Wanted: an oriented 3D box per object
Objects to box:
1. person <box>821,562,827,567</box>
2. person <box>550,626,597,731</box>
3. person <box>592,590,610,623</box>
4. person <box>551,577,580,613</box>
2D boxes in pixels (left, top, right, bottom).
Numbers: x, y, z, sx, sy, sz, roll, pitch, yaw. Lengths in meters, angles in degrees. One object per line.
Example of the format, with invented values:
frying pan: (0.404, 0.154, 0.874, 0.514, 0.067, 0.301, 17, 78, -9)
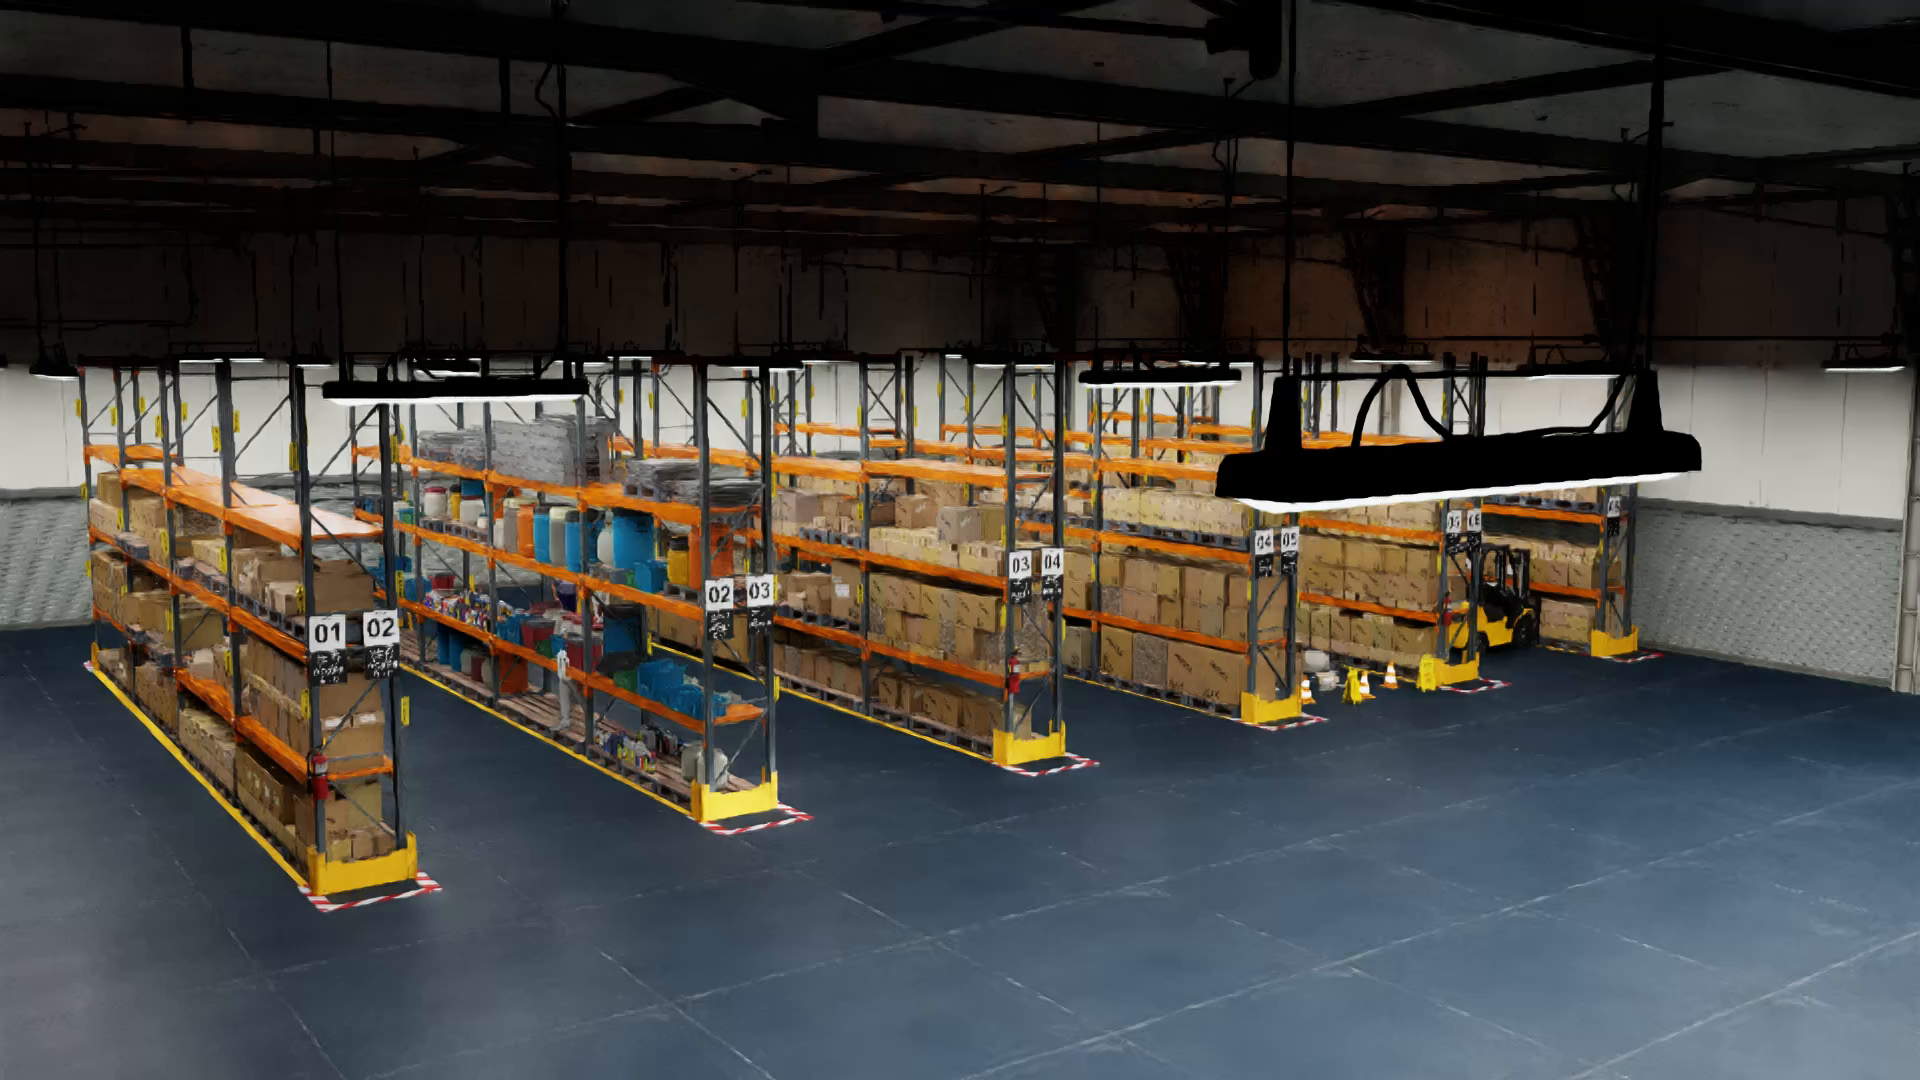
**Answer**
person: (-3.749, -0.121, 46.206, 0.515, 1.595, 0.535, 0, 7, 1)
person: (-6.029, 2.159, 25.905, 0.660, 1.644, 0.608, 6, 9, 41)
person: (-7.046, 1.467, 32.498, 0.580, 1.724, 0.669, -1, 7, -12)
person: (-8.423, 1.248, 35.505, 0.625, 1.596, 0.517, -5, 9, -37)
